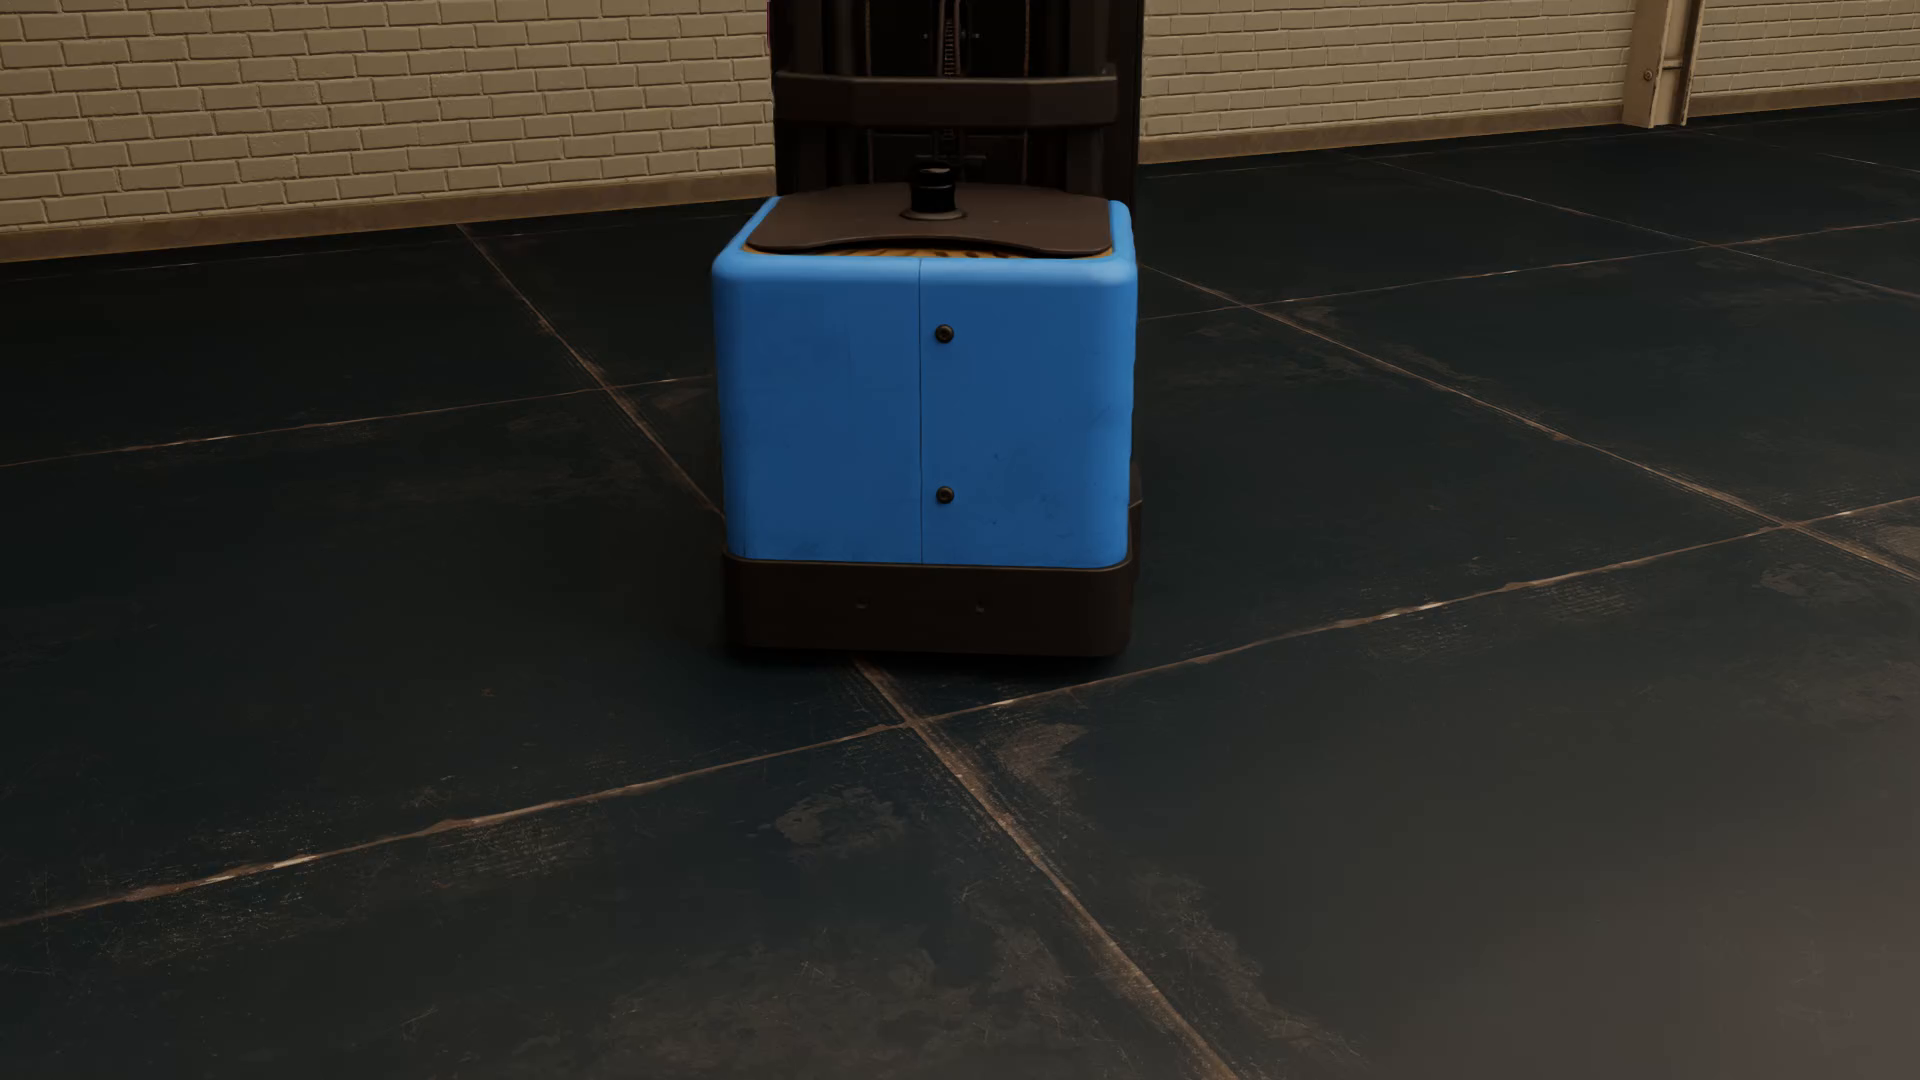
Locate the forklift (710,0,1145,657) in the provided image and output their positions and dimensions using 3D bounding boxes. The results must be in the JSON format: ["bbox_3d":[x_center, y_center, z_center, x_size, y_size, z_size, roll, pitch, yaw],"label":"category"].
[{"bbox_3d":[0.007,-1.580,5.089,1.130,2.935,3.031,1,23,4],"label":"forklift"}]
